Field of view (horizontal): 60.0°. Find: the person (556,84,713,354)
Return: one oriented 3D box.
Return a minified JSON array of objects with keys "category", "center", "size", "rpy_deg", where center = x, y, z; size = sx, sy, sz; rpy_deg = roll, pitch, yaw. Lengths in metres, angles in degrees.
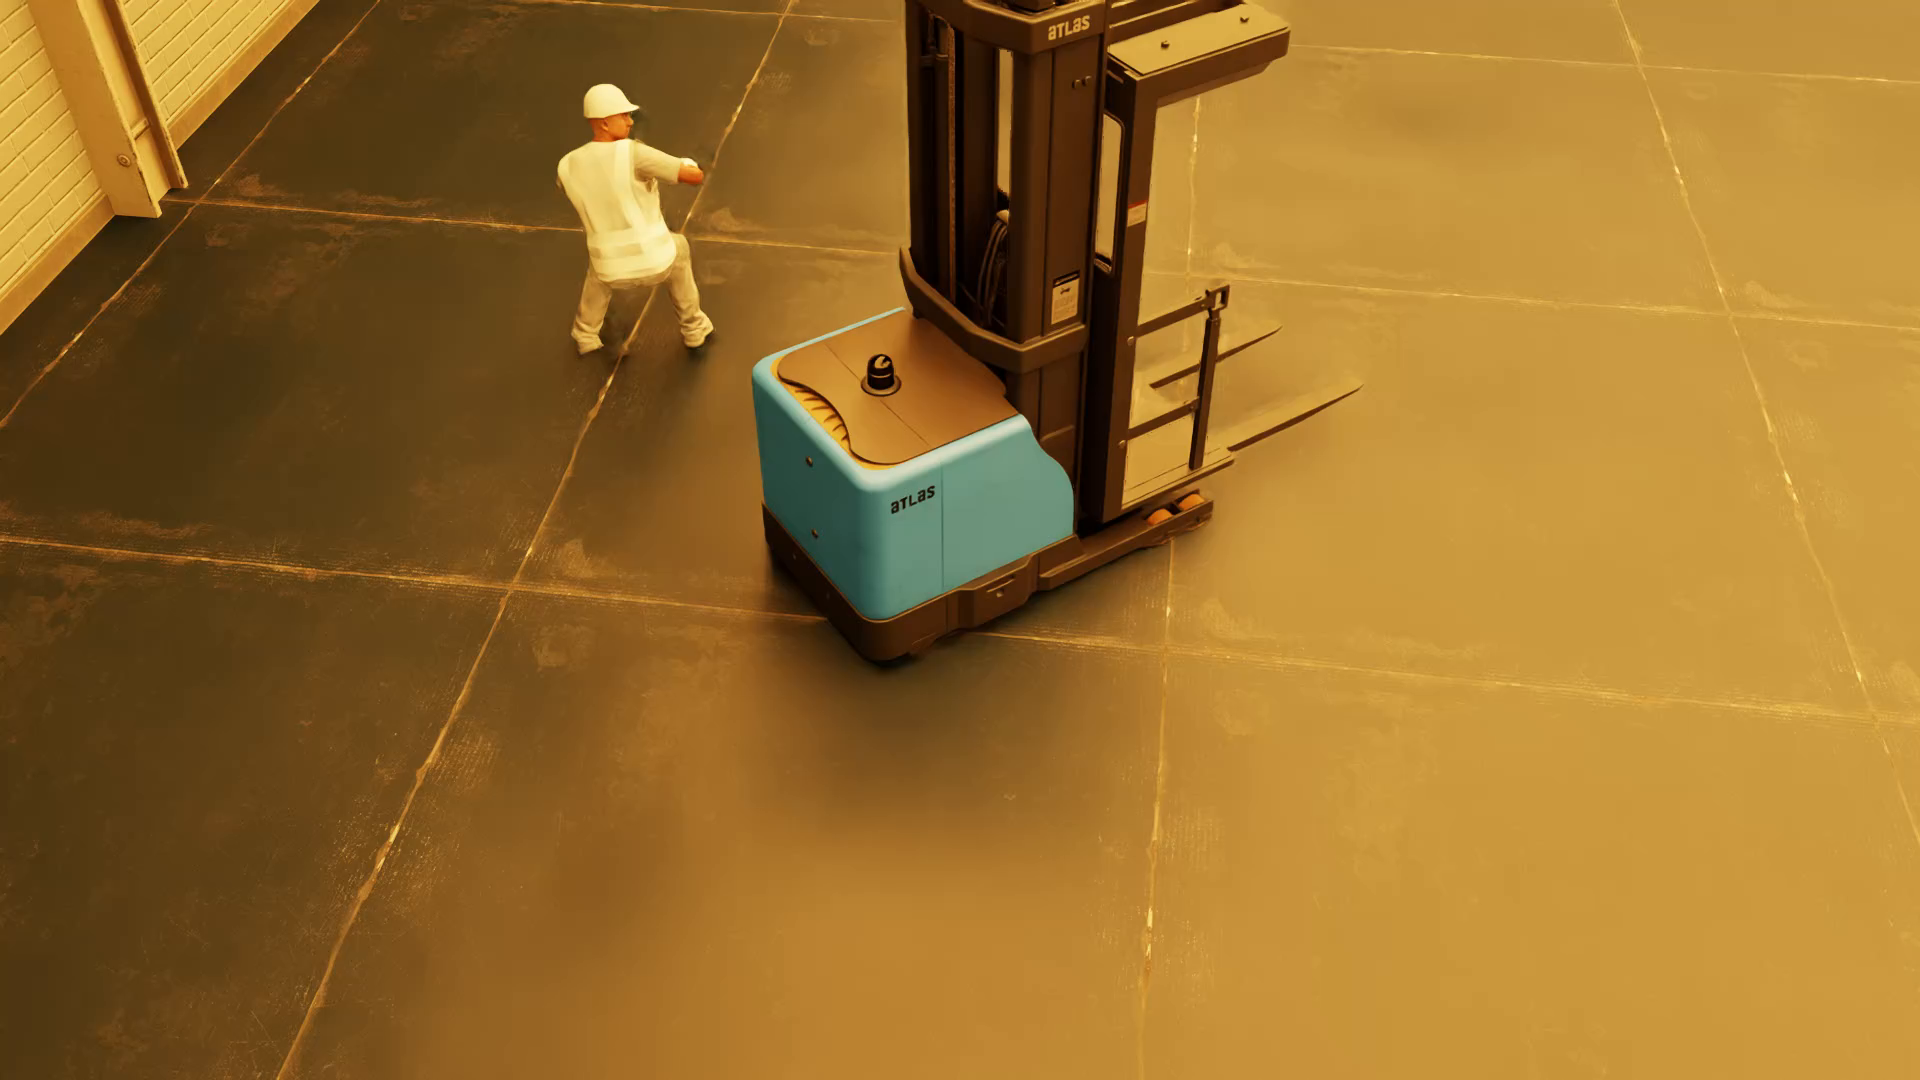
[{"category":"person","center":[-1.670,-1.641,8.599],"size":[0.825,1.514,0.927],"rpy_deg":[2,43,2]}]

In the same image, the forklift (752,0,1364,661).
[{"category":"forklift","center":[0.601,-1.333,7.176],"size":[3.031,2.935,1.130],"rpy_deg":[-24,48,-24]}]
